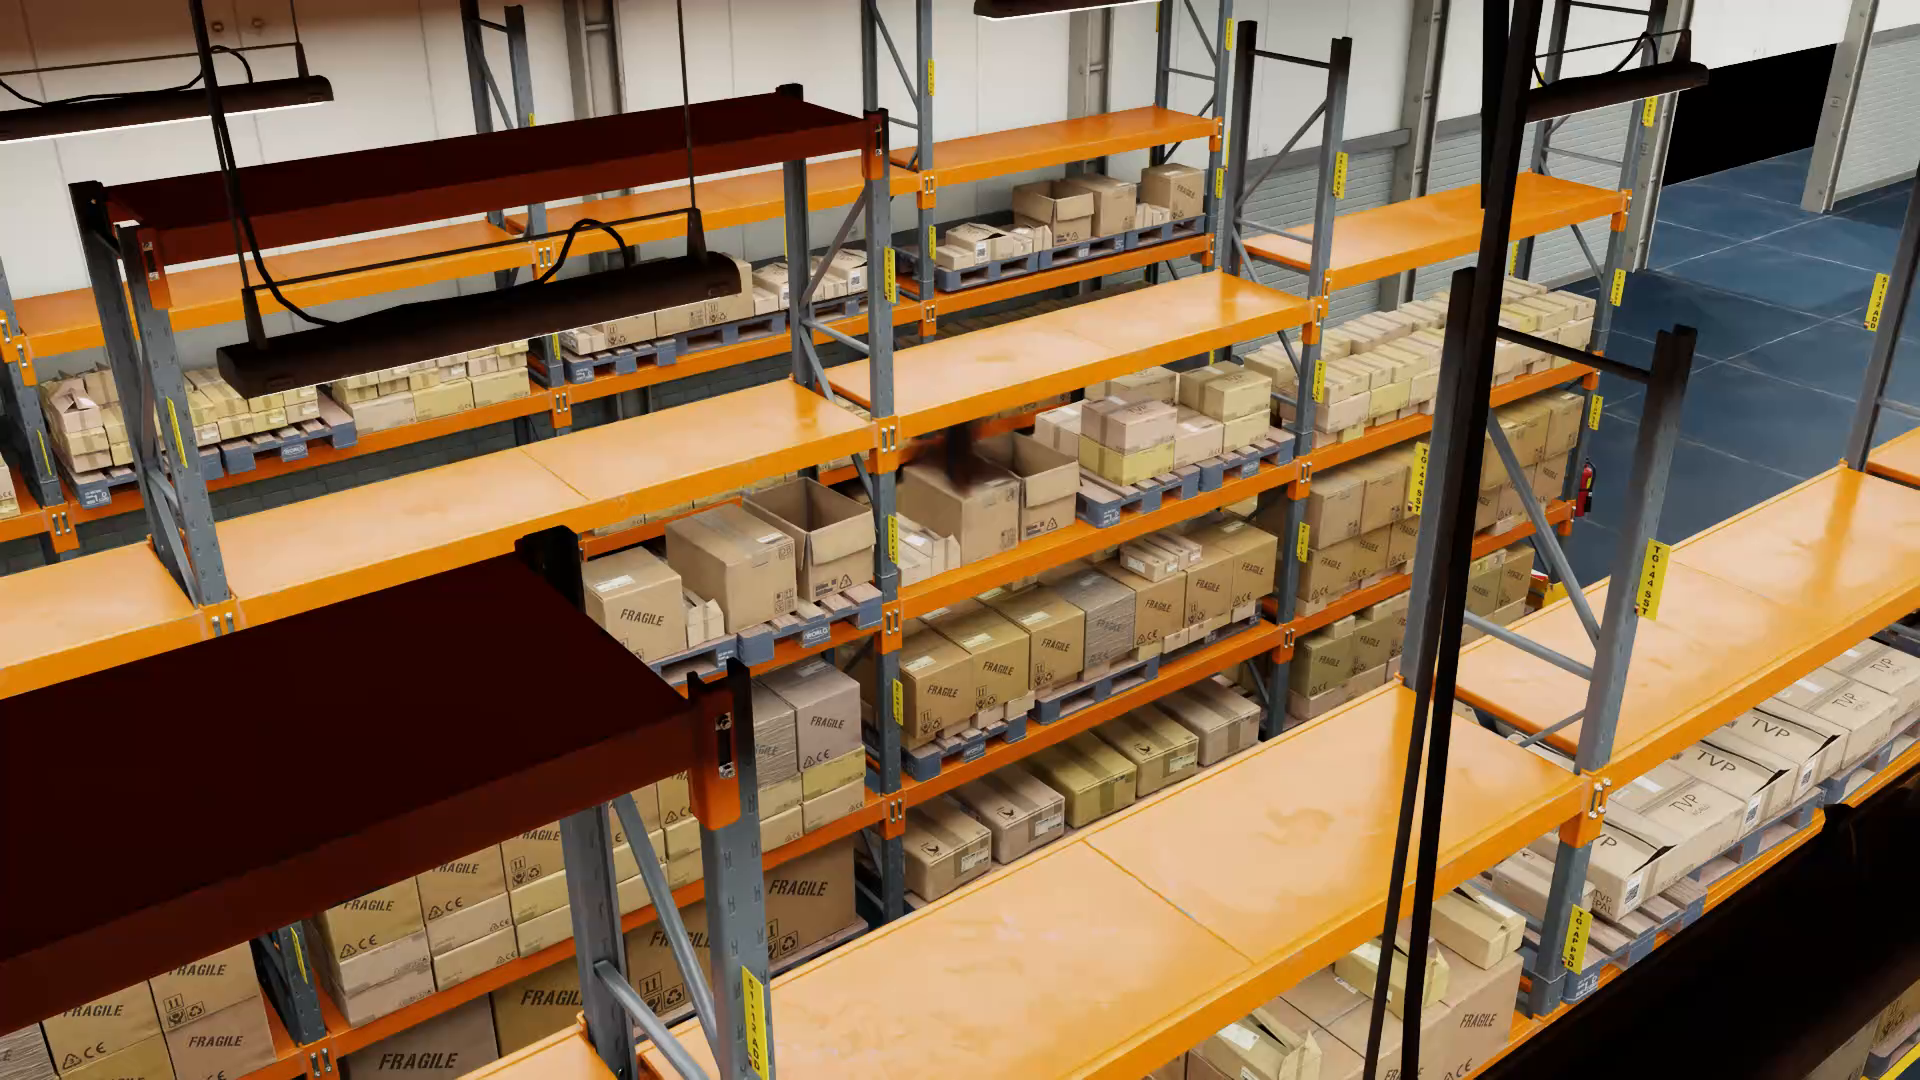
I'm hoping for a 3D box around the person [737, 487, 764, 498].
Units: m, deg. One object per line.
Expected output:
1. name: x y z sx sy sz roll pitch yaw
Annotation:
1. person: -1.839 0.351 14.860 0.562 1.769 0.627 19 32 34
